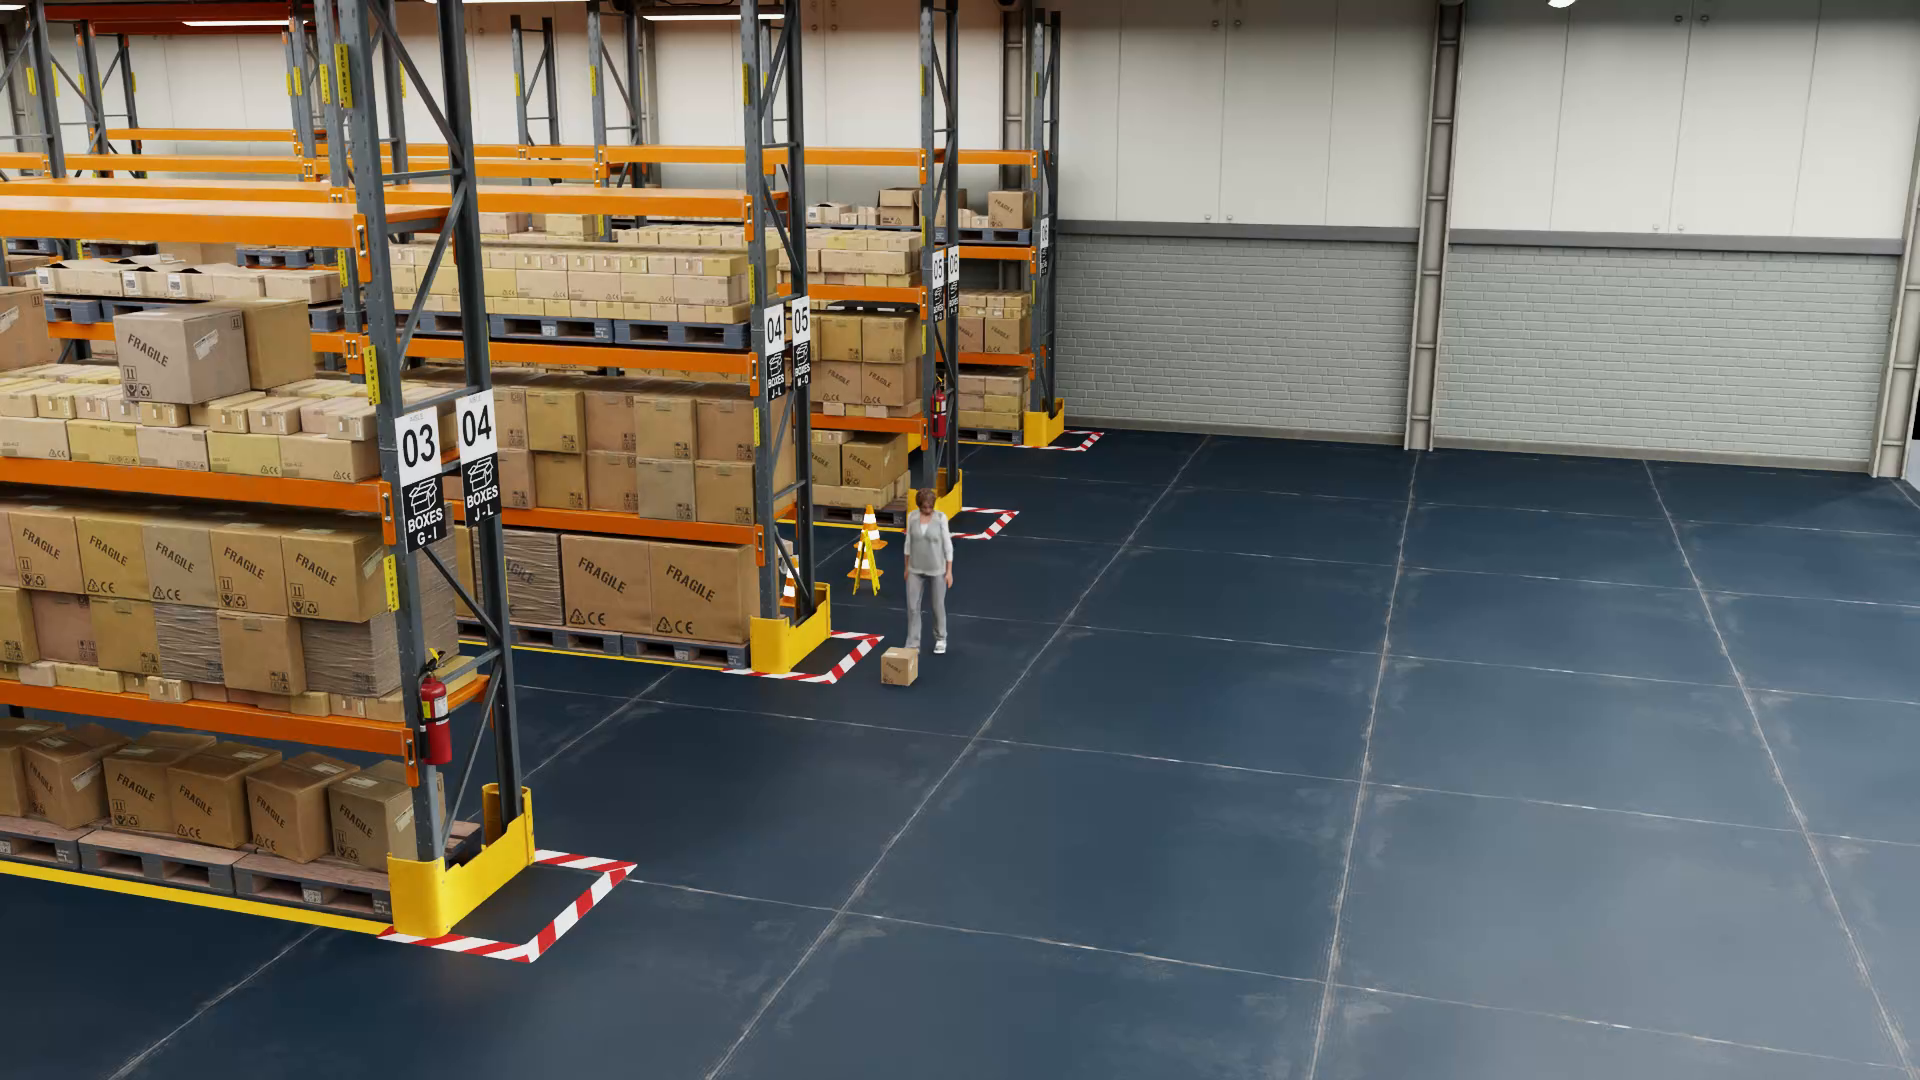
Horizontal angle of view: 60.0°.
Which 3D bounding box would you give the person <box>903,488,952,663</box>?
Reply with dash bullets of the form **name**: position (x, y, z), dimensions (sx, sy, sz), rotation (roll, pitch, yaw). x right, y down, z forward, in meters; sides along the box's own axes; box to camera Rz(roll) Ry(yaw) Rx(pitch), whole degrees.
- **person**: position (-0.304, 0.308, 14.758), dimensions (0.456, 1.562, 0.701), rotation (3, 16, 11)
